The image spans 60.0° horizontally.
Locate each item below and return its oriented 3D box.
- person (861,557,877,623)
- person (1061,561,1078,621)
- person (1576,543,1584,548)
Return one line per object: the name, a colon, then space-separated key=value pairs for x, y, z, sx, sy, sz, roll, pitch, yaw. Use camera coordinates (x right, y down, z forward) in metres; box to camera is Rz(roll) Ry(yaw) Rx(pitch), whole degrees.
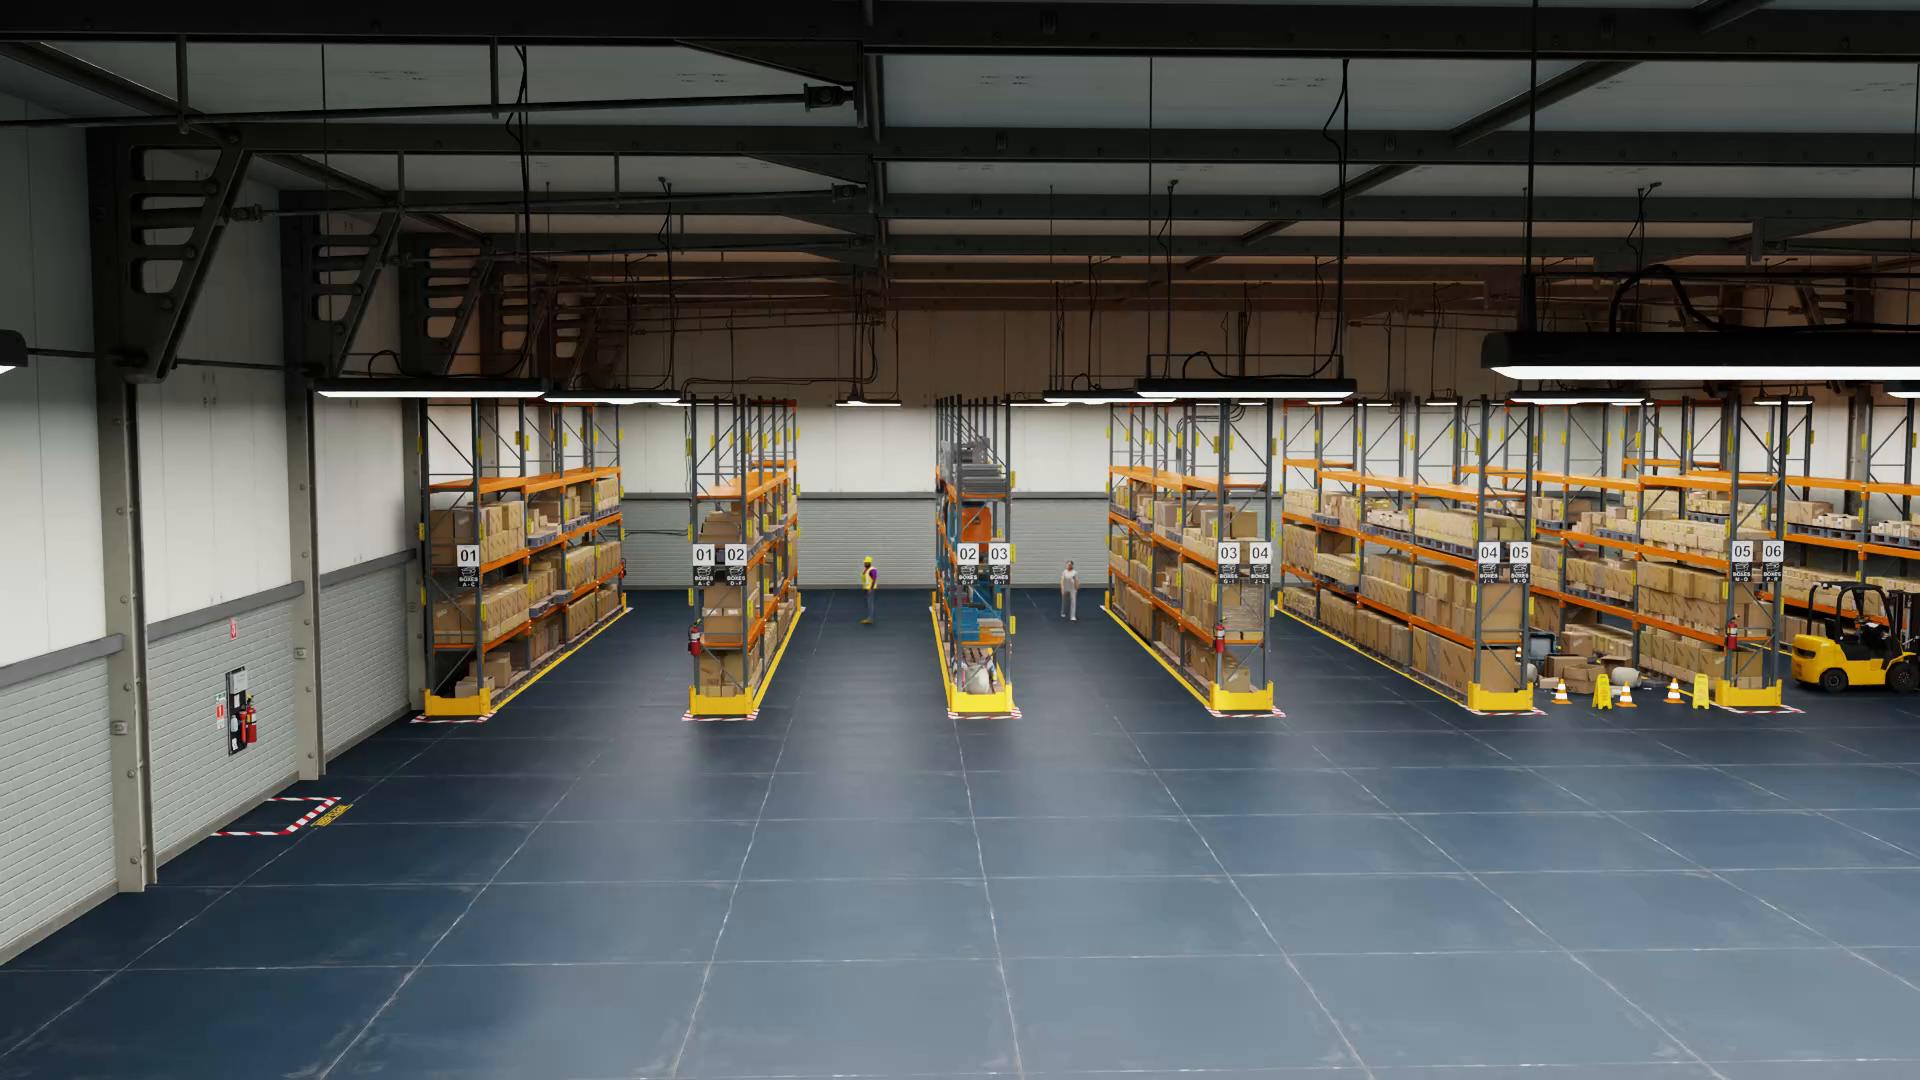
person: x=-2.481 y=1.331 z=44.468 sx=0.434 sy=1.773 sz=0.584 roll=-3 pitch=5 yaw=-33
person: x=2.961 y=1.367 z=45.036 sx=0.502 sy=1.626 sz=0.978 roll=-1 pitch=5 yaw=-8
person: x=18.272 y=0.962 z=49.011 sx=0.516 sy=1.735 sz=0.995 roll=1 pitch=5 yaw=14
